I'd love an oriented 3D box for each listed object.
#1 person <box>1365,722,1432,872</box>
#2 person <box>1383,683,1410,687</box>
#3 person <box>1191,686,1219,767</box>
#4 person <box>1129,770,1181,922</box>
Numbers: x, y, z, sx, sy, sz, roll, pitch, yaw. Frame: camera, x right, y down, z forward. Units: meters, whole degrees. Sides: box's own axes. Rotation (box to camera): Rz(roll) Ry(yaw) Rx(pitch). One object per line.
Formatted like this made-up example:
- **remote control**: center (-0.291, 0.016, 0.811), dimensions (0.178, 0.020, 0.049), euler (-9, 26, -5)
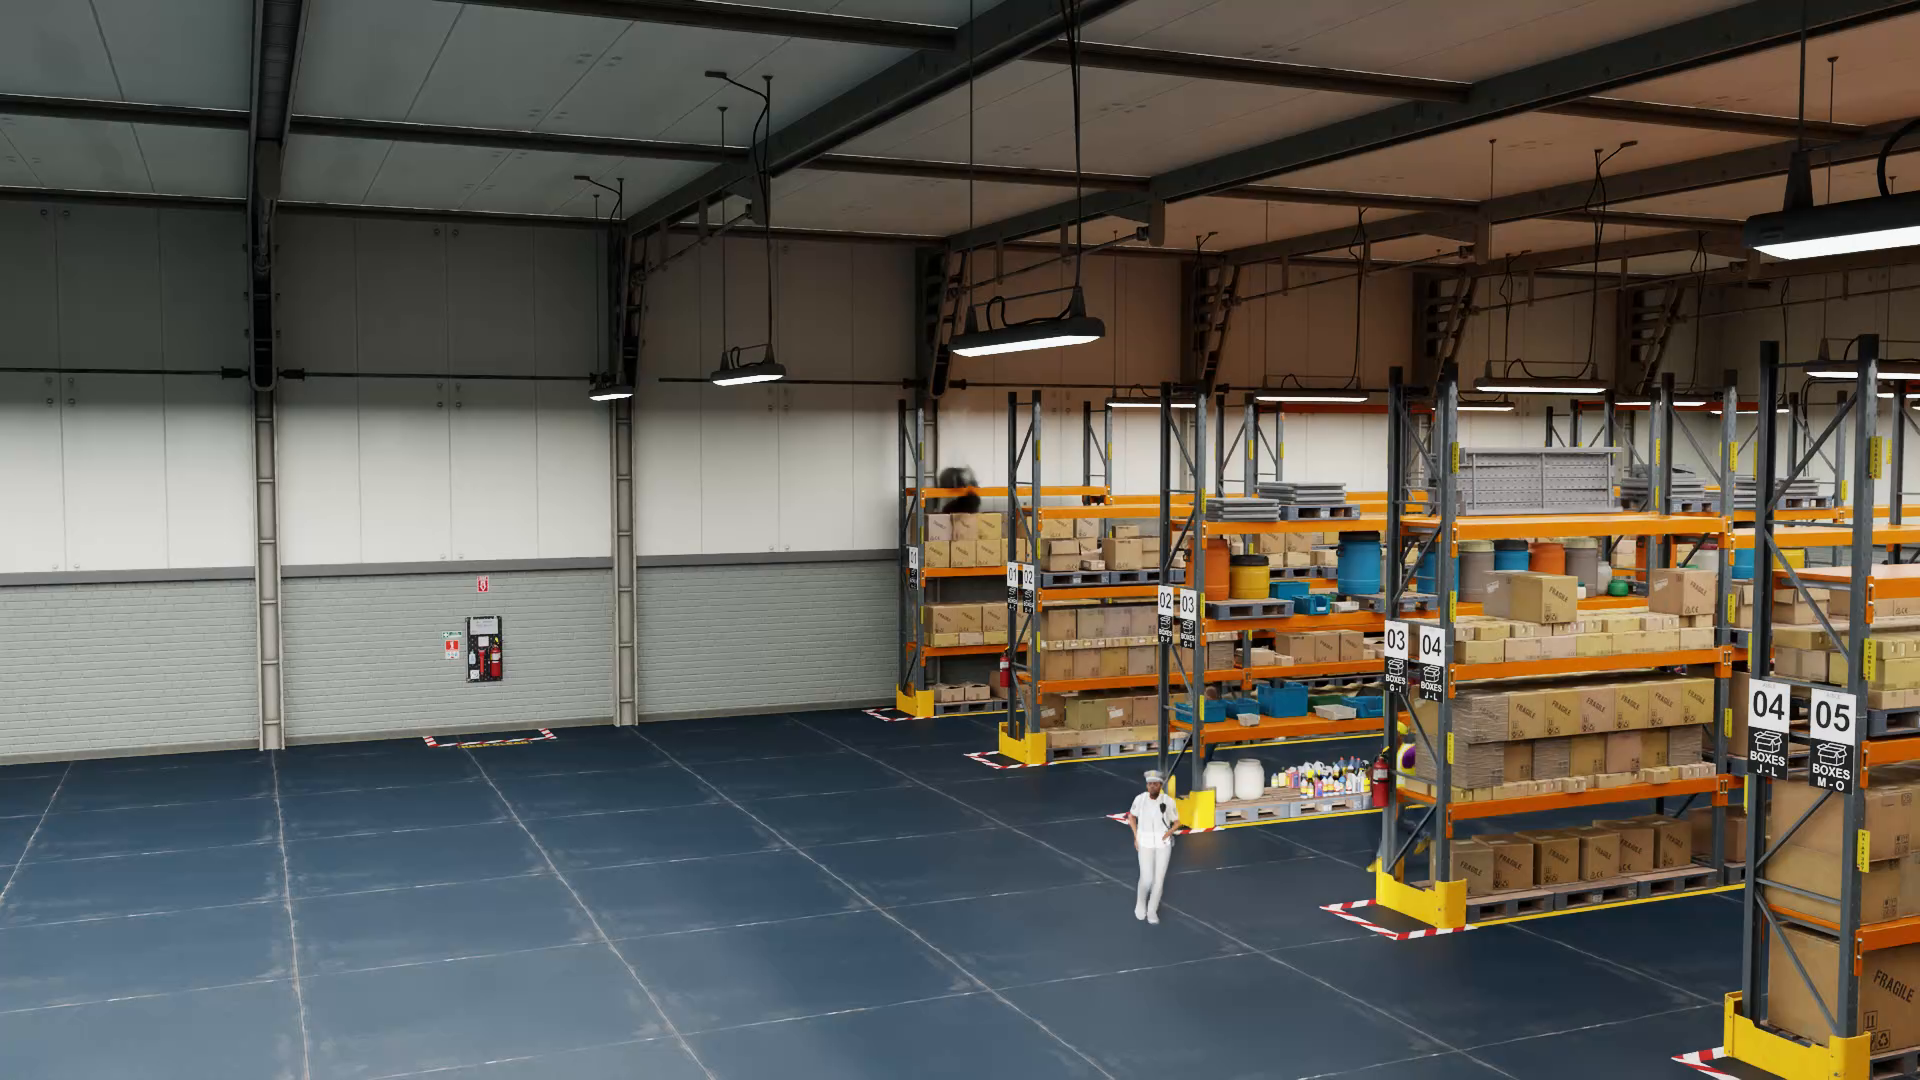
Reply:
- **person**: center (5.348, 3.095, 20.242), dimensions (0.994, 1.788, 0.730), euler (-2, 4, -24)
- **person**: center (8.506, 2.451, 32.414), dimensions (0.744, 1.672, 0.643), euler (-1, 4, -19)
- **person**: center (3.668, 2.942, 24.699), dimensions (0.539, 1.557, 0.531), euler (-2, 4, -29)
- **person**: center (2.082, 3.285, 17.786), dimensions (0.559, 1.662, 0.591), euler (0, 3, 6)
